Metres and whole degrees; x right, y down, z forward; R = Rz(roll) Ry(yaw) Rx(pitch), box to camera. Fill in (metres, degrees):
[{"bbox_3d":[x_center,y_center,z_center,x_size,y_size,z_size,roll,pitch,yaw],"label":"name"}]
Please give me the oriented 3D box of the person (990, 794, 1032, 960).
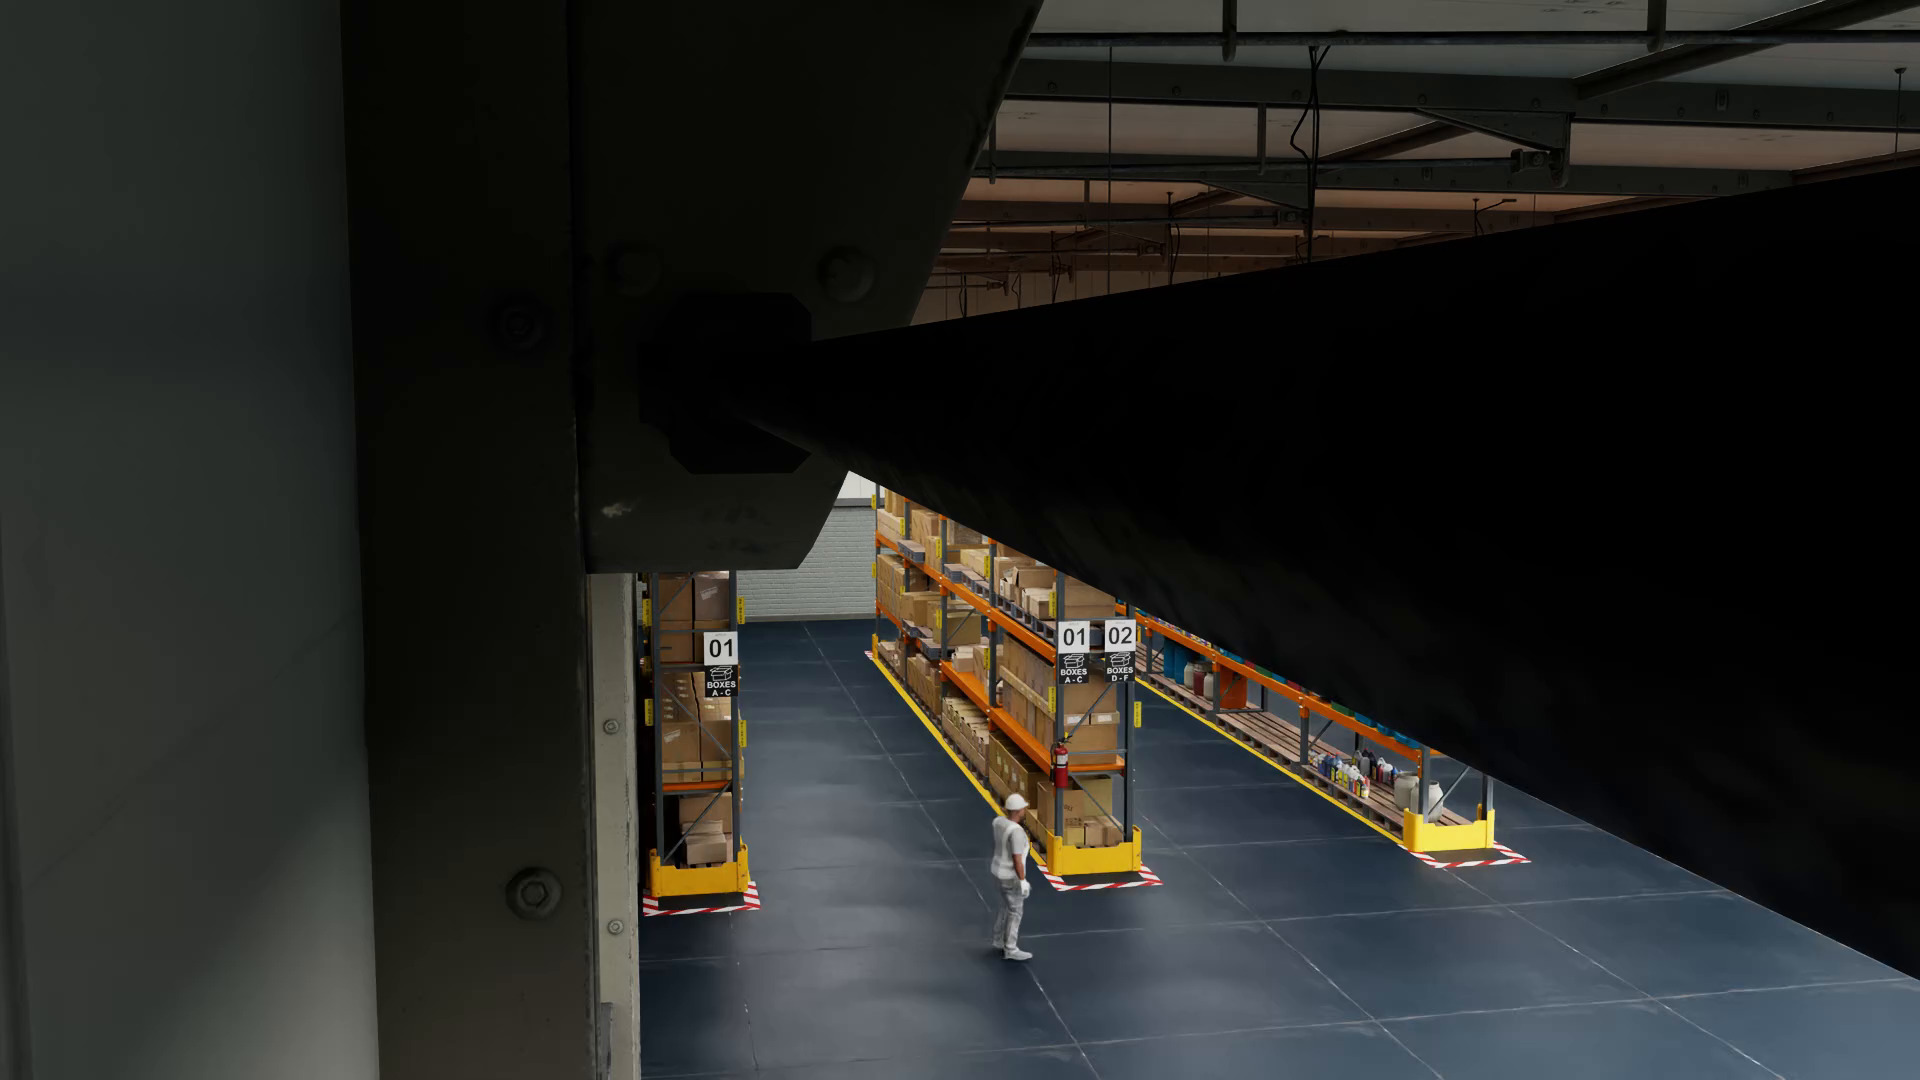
[{"bbox_3d":[0.551,3.642,17.926,0.401,1.839,0.659,-2,6,-18],"label":"person"}]
